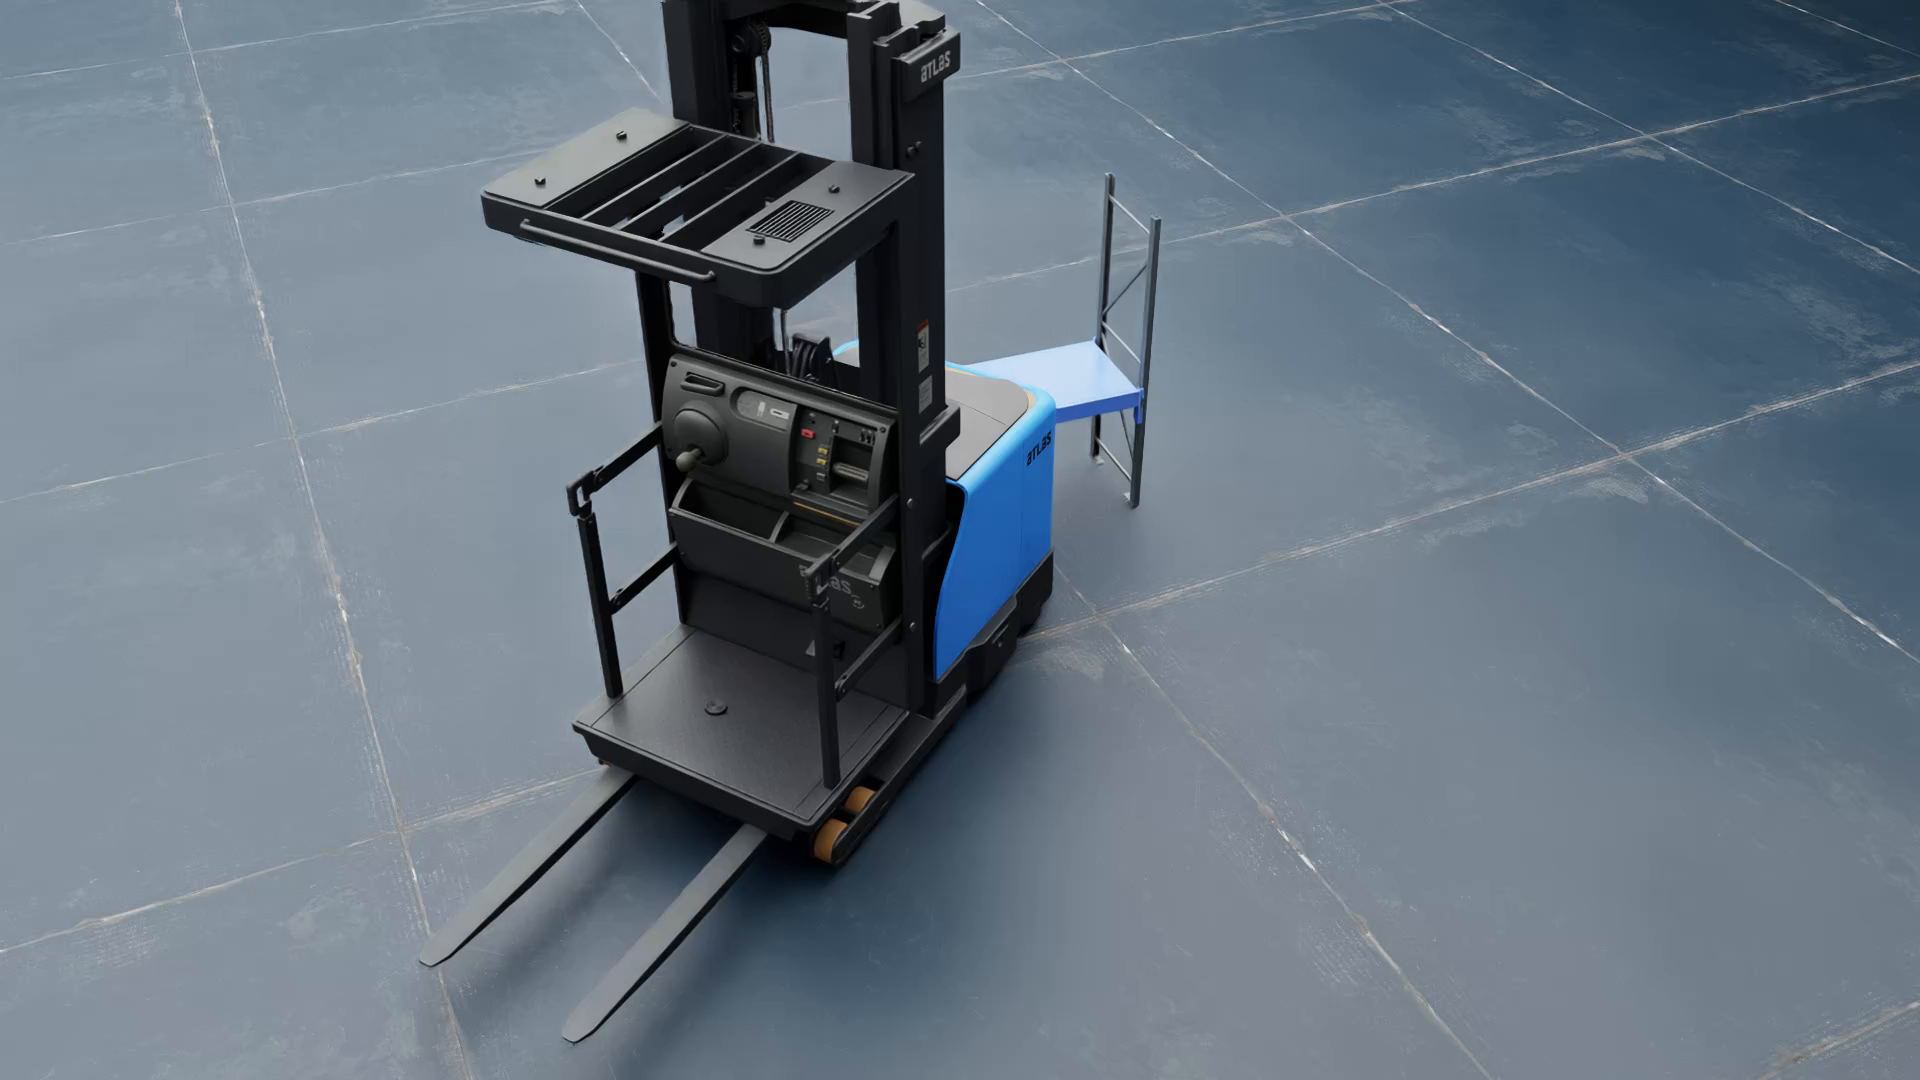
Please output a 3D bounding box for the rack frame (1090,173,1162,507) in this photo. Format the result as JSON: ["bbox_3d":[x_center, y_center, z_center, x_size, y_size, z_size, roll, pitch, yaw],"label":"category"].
[{"bbox_3d":[0.755,-0.902,7.707,0.032,1.500,0.500,-13,38,-17],"label":"rack frame"}]

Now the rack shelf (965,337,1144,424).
[{"bbox_3d":[0.280,-0.648,7.667,1.000,0.185,0.538,-13,38,-17],"label":"rack shelf"}]

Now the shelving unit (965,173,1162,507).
[{"bbox_3d":[0.280,-0.793,7.560,1.048,1.500,0.538,-13,38,-17],"label":"shelving unit"}]

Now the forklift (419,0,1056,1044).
[{"bbox_3d":[-0.758,-0.294,5.687,1.130,2.935,3.031,19,40,23],"label":"forklift"}]
